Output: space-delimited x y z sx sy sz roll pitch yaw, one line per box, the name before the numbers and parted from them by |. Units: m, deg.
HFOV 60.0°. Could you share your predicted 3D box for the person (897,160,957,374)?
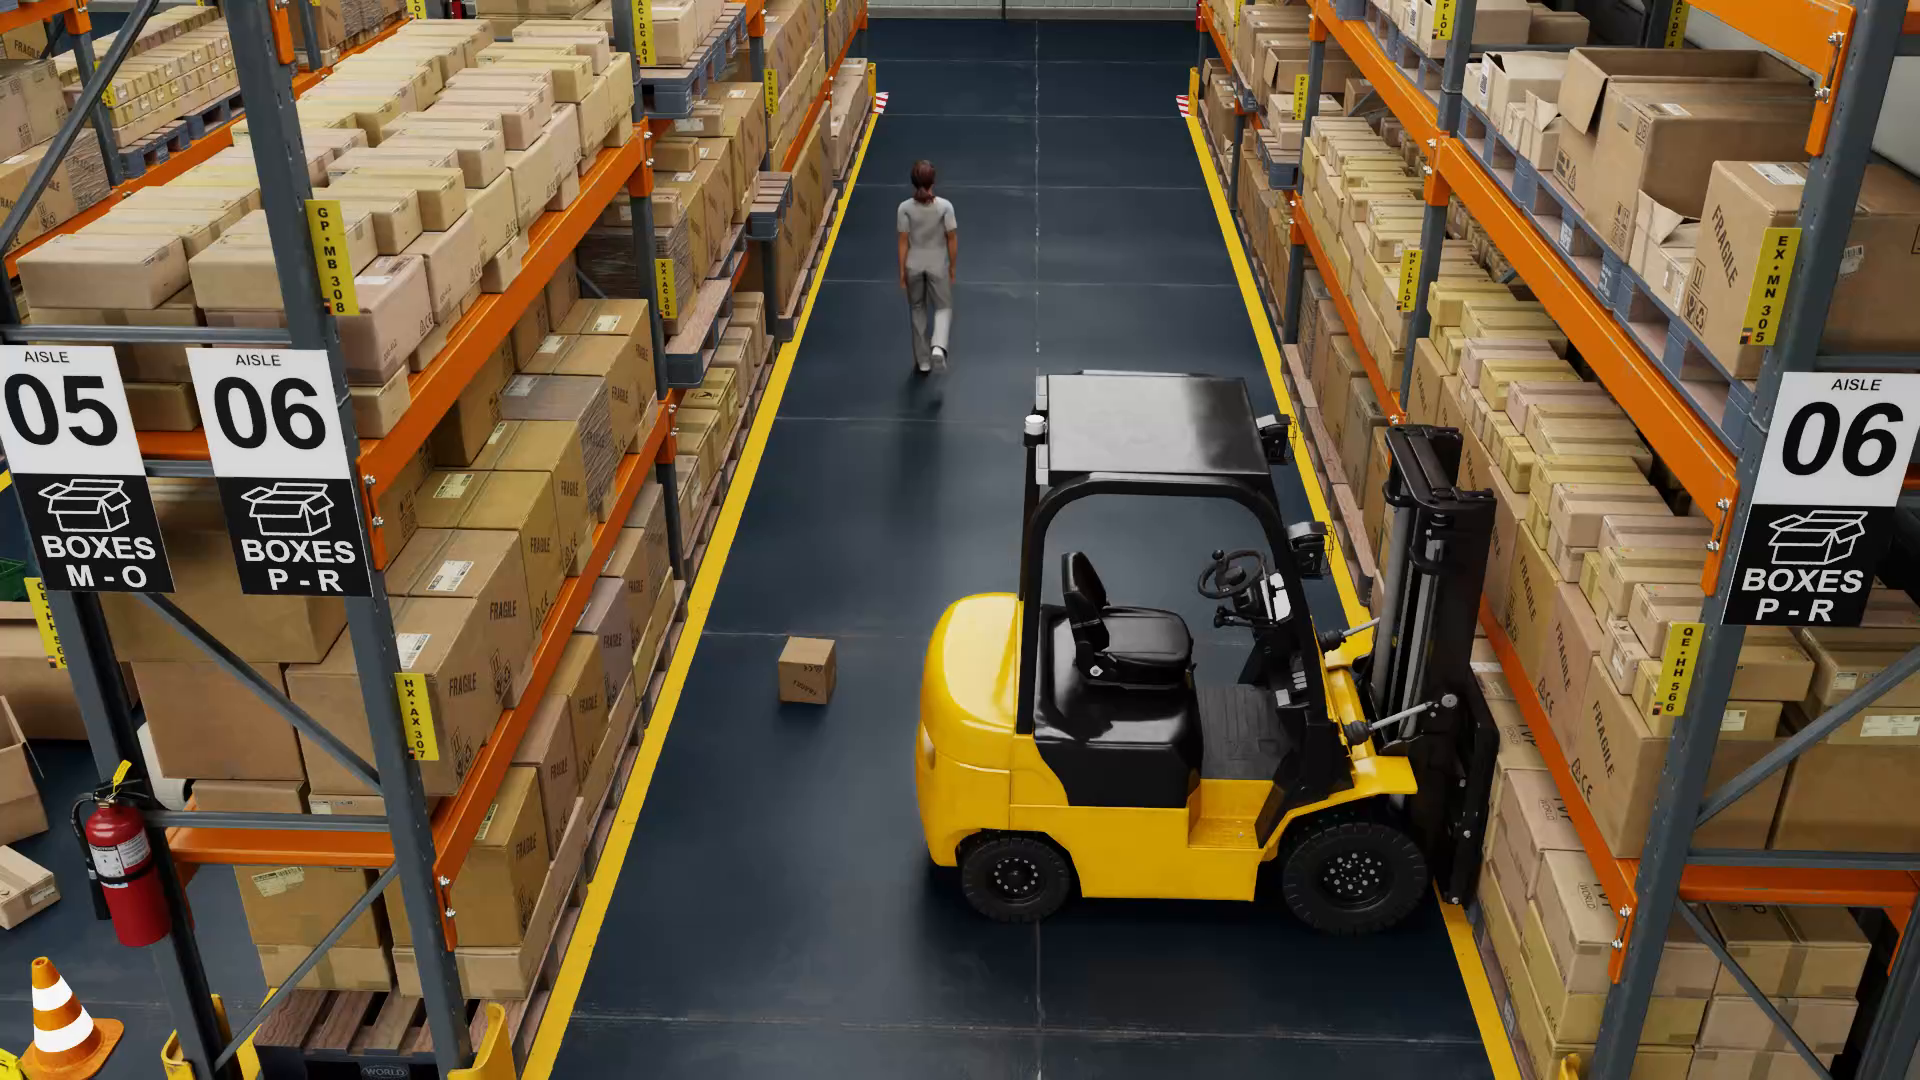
person | -0.242 -1.997 12.339 0.443 1.651 0.713 0 28 0
